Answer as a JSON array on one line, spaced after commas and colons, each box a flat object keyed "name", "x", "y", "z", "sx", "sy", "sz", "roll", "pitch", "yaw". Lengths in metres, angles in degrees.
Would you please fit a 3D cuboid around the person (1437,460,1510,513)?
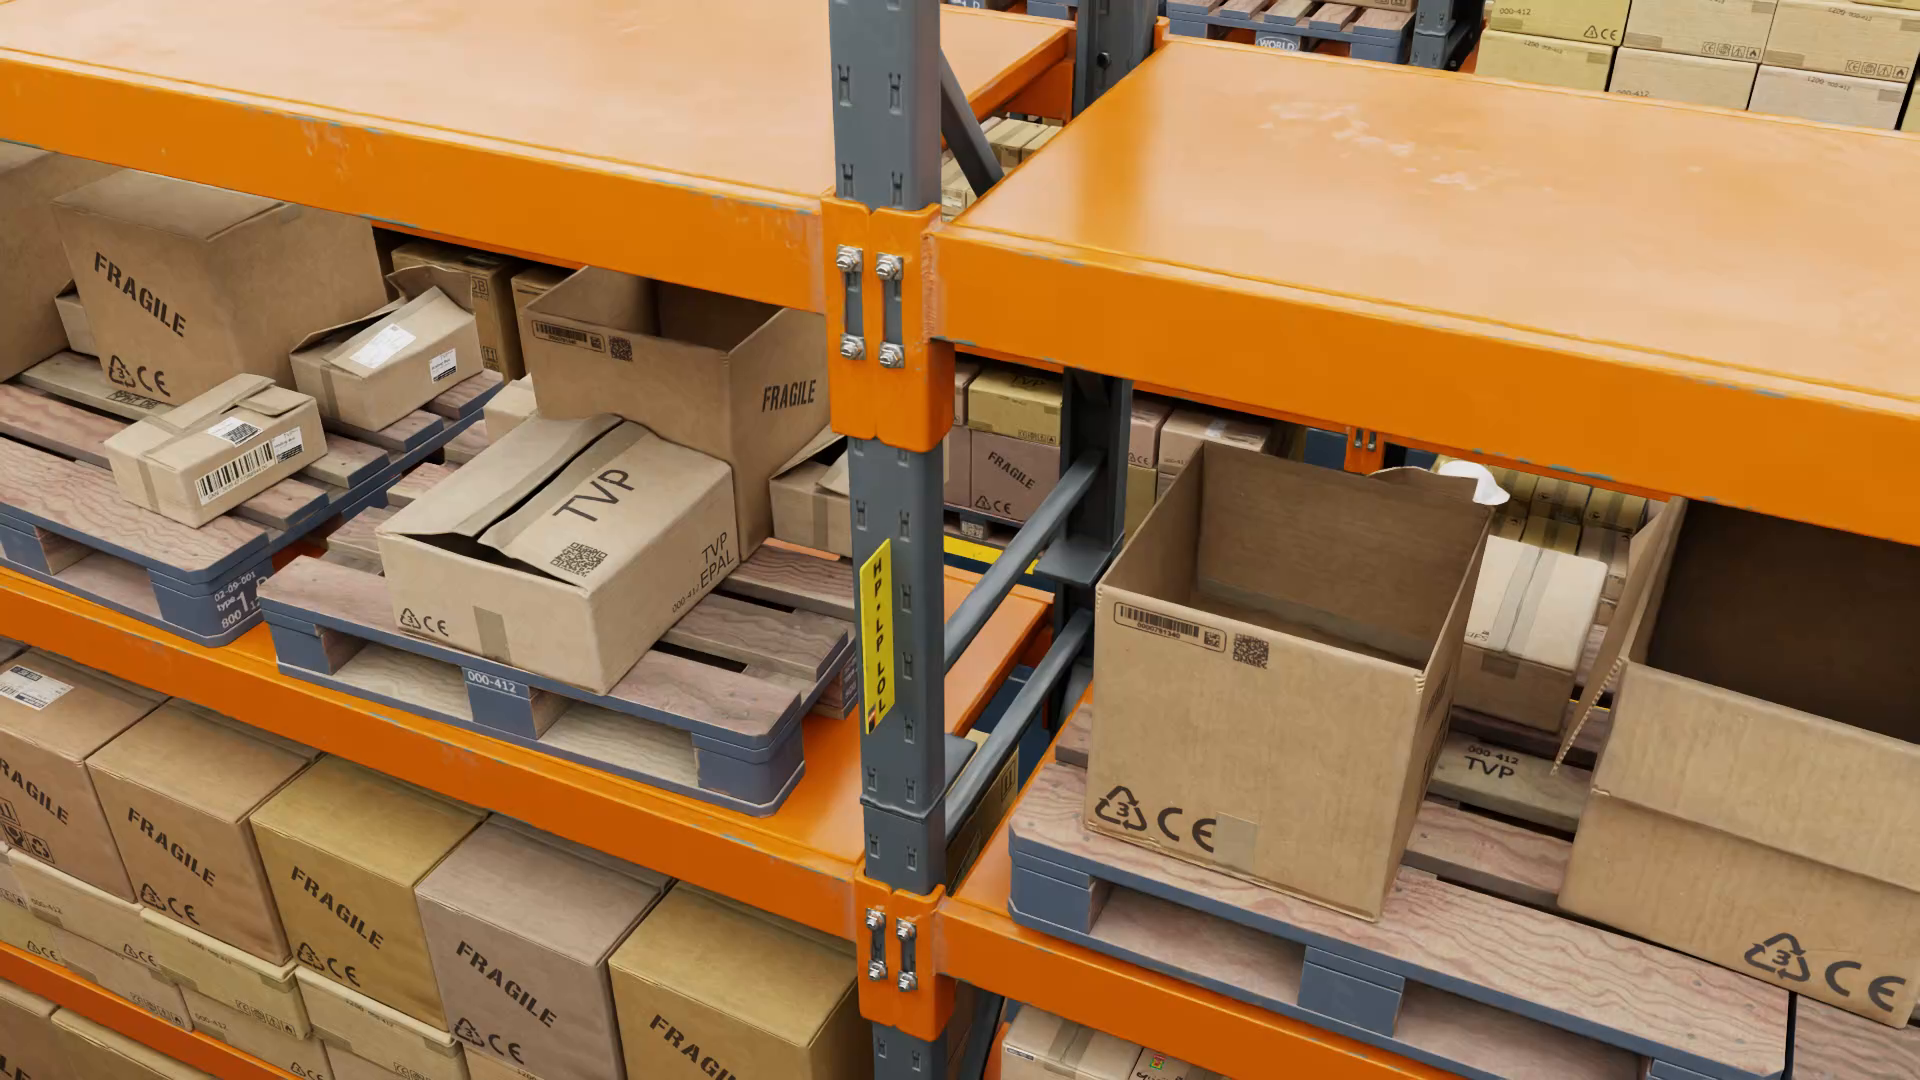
[{"name": "person", "x": 1.831, "y": 0.387, "z": 6.947, "sx": 0.670, "sy": 1.687, "sz": 0.726, "roll": 12, "pitch": 35, "yaw": 17}]
